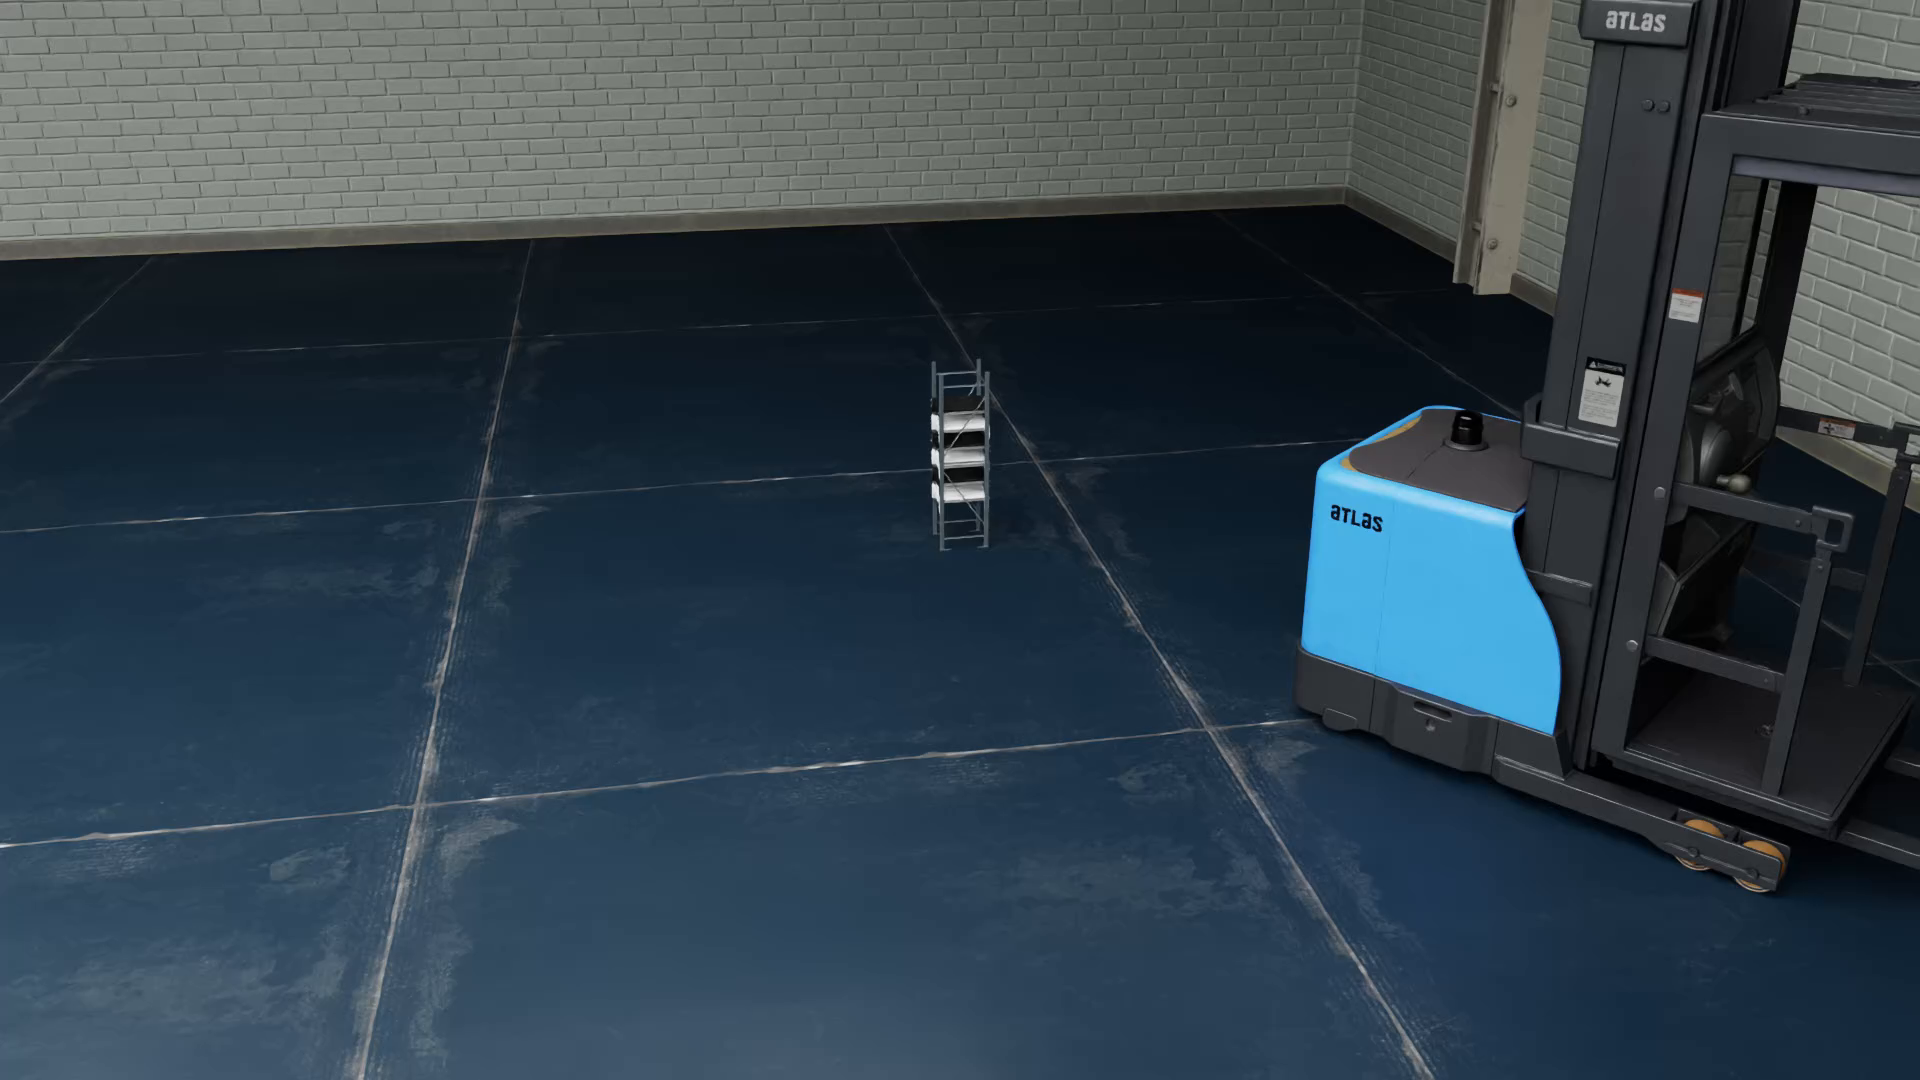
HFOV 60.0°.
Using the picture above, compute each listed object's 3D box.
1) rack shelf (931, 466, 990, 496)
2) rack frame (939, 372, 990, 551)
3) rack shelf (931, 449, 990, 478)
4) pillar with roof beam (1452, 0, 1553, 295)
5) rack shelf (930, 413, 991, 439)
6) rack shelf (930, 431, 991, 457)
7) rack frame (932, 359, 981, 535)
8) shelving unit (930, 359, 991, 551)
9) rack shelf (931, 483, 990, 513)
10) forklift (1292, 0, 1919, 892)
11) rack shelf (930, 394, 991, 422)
[{"bbox_3d":[0.001,-0.296,8.112,0.258,0.077,0.200,-4,24,-10],"label":"rack shelf"},{"bbox_3d":[0.020,-0.369,7.971,0.240,0.900,0.006,-4,24,-10],"label":"rack frame"},{"bbox_3d":[0.001,-0.379,8.076,0.258,0.077,0.200,-4,24,-10],"label":"rack shelf"},{"bbox_3d":[-0.253,-5.730,10.127,9.100,9.000,0.400,-4,24,-10],"label":"pillar with roof beam"},{"bbox_3d":[0.001,-0.544,8.004,0.258,0.077,0.200,-4,24,-10],"label":"rack shelf"},{"bbox_3d":[0.001,-0.461,8.040,0.258,0.077,0.200,-4,24,-10],"label":"rack shelf"},{"bbox_3d":[-0.017,-0.449,8.154,0.240,0.900,0.006,-4,24,-10],"label":"rack frame"},{"bbox_3d":[0.001,-0.409,8.063,0.258,0.900,0.210,-4,24,-10],"label":"shelving unit"},{"bbox_3d":[0.002,-0.214,8.148,0.258,0.077,0.200,-4,24,-10],"label":"rack shelf"},{"bbox_3d":[2.775,-0.406,5.518,3.031,2.935,1.130,19,30,36],"label":"forklift"},{"bbox_3d":[0.001,-0.626,7.968,0.258,0.077,0.200,-4,24,-10],"label":"rack shelf"}]
